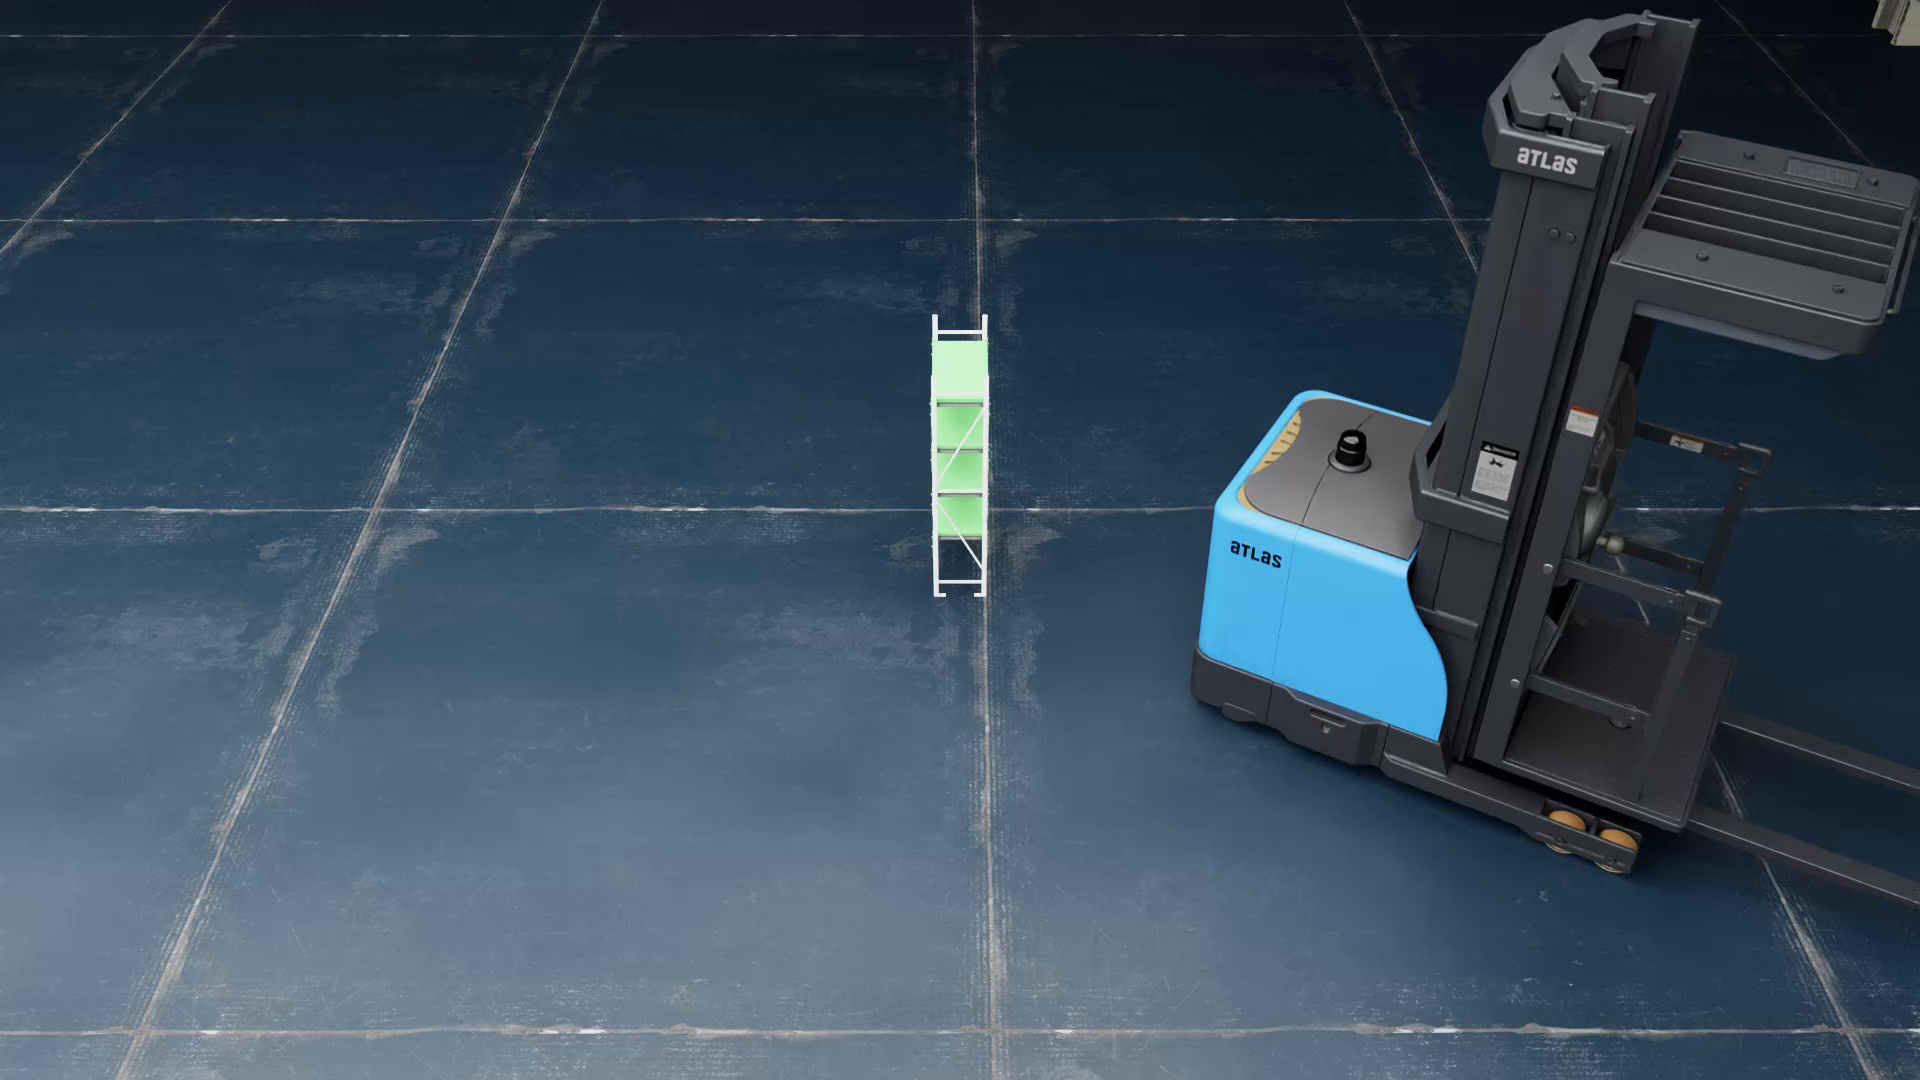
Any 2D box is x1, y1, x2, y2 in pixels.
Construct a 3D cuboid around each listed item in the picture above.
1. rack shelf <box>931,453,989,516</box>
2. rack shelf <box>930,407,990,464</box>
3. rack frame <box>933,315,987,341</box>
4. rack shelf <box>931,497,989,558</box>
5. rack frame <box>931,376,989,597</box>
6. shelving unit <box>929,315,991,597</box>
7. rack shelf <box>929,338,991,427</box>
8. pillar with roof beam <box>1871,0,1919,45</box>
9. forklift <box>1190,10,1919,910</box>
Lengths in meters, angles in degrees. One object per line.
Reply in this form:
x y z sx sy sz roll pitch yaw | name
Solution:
0.000 -0.315 7.531 0.258 0.148 0.480 0 39 0 | rack shelf
0.000 -0.502 7.381 0.258 0.148 0.480 0 39 0 | rack shelf
0.000 -0.517 7.682 0.240 1.200 0.015 0 39 0 | rack frame
0.000 -0.128 7.681 0.258 0.148 0.480 0 39 0 | rack shelf
0.000 -0.212 7.301 0.240 1.200 0.015 0 39 0 | rack frame
0.000 -0.365 7.491 0.258 1.200 0.503 0 39 0 | shelving unit
0.000 -0.689 7.231 0.258 0.148 0.480 0 39 0 | rack shelf
2.985 -7.415 10.053 9.100 9.000 0.400 0 39 0 | pillar with roof beam
2.518 -0.247 5.960 3.031 2.935 1.130 20 43 23 | forklift
